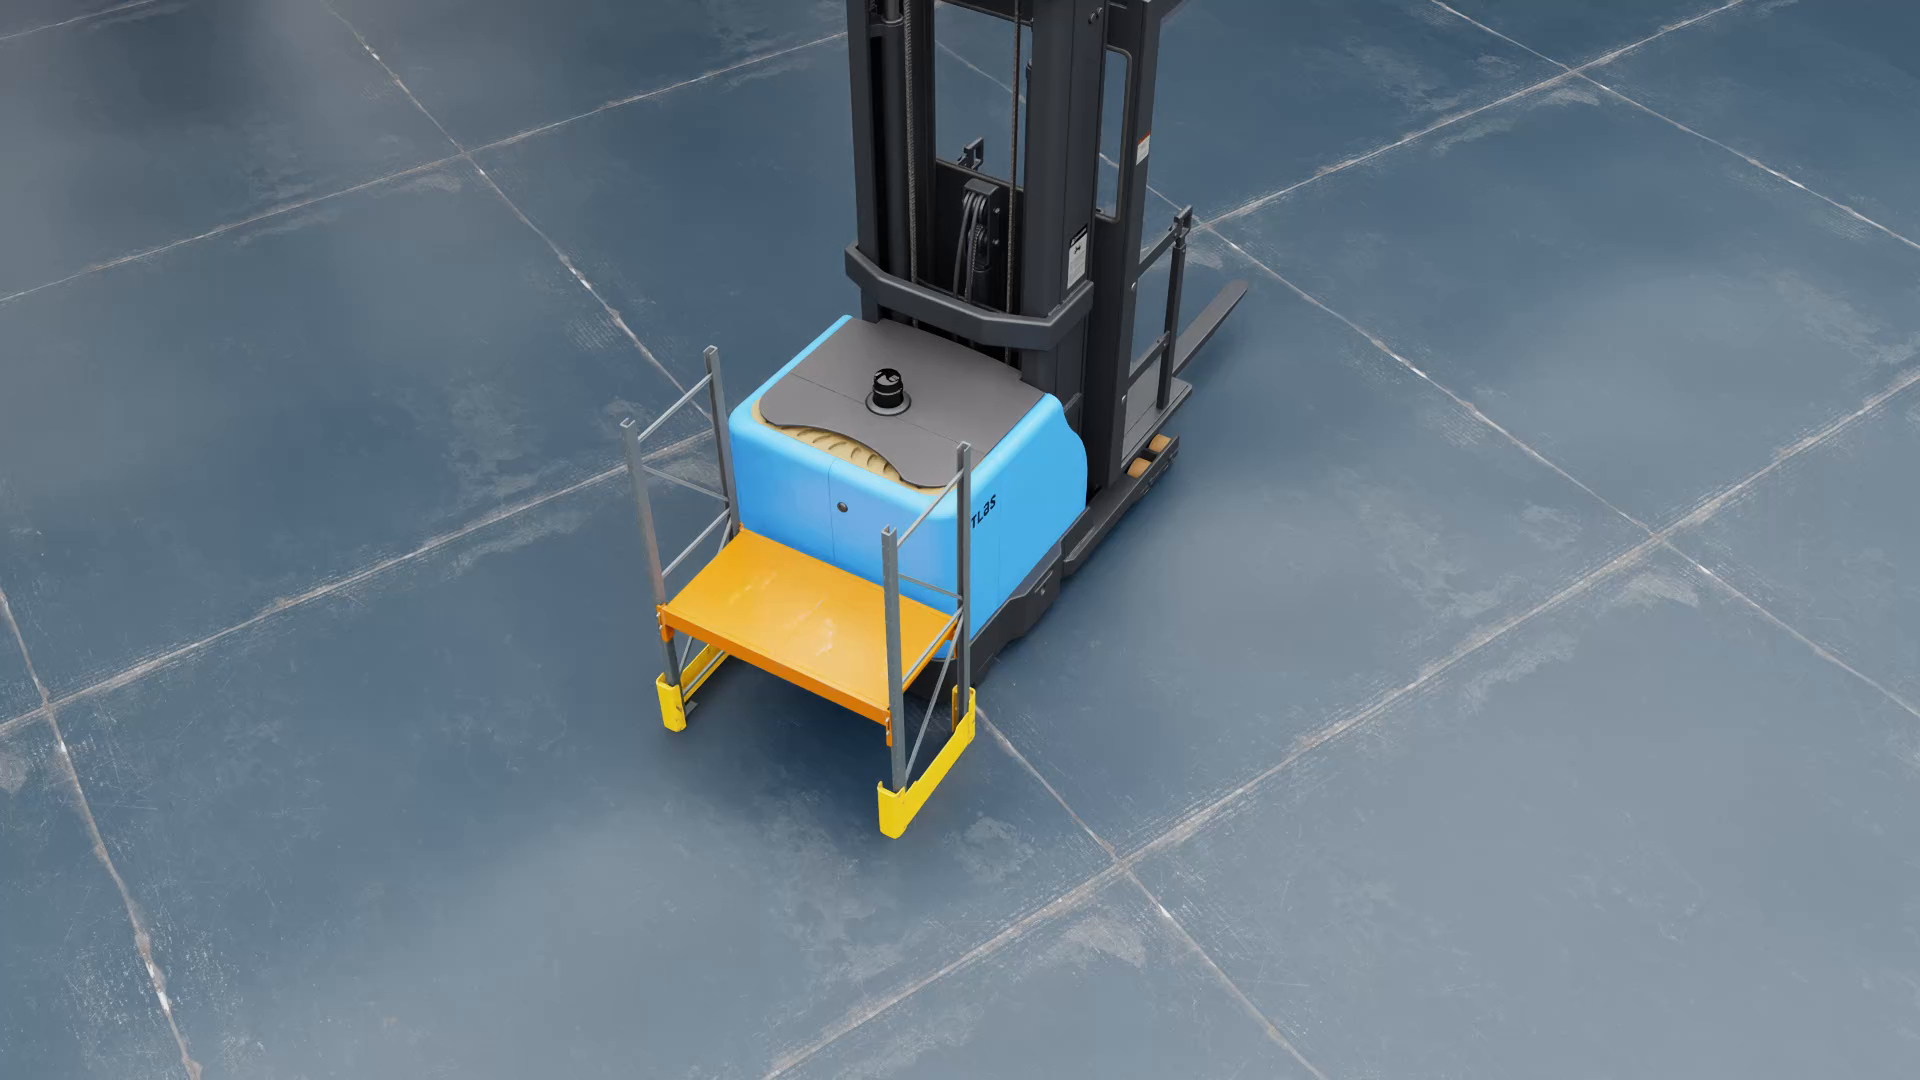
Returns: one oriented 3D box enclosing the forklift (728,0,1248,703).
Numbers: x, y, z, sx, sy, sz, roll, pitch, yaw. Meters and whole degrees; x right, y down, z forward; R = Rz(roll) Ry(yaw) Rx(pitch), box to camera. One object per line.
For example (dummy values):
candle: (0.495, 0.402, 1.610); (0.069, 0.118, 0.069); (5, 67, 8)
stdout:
forklift: (0.336, -1.422, 6.608); (1.130, 2.935, 3.031); (24, 49, 23)

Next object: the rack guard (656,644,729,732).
rack guard: (-0.978, 0.471, 6.566); (0.087, 0.250, 0.587); (22, 48, 21)

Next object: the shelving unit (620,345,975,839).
shelving unit: (-0.549, 0.194, 5.951); (1.083, 1.500, 0.587); (22, 48, 21)

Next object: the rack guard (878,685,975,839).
rack guard: (-0.119, 0.820, 6.201); (0.087, 0.250, 0.587); (22, 48, 21)

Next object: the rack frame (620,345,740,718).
rack frame: (-0.979, 0.019, 6.134); (0.032, 1.500, 0.500); (22, 48, 21)

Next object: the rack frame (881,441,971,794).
rack frame: (-0.102, 0.375, 5.762); (0.032, 1.500, 0.500); (22, 48, 21)

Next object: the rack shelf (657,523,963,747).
rack shelf: (-0.541, 0.327, 6.072); (1.000, 0.185, 0.538); (22, 48, 21)
